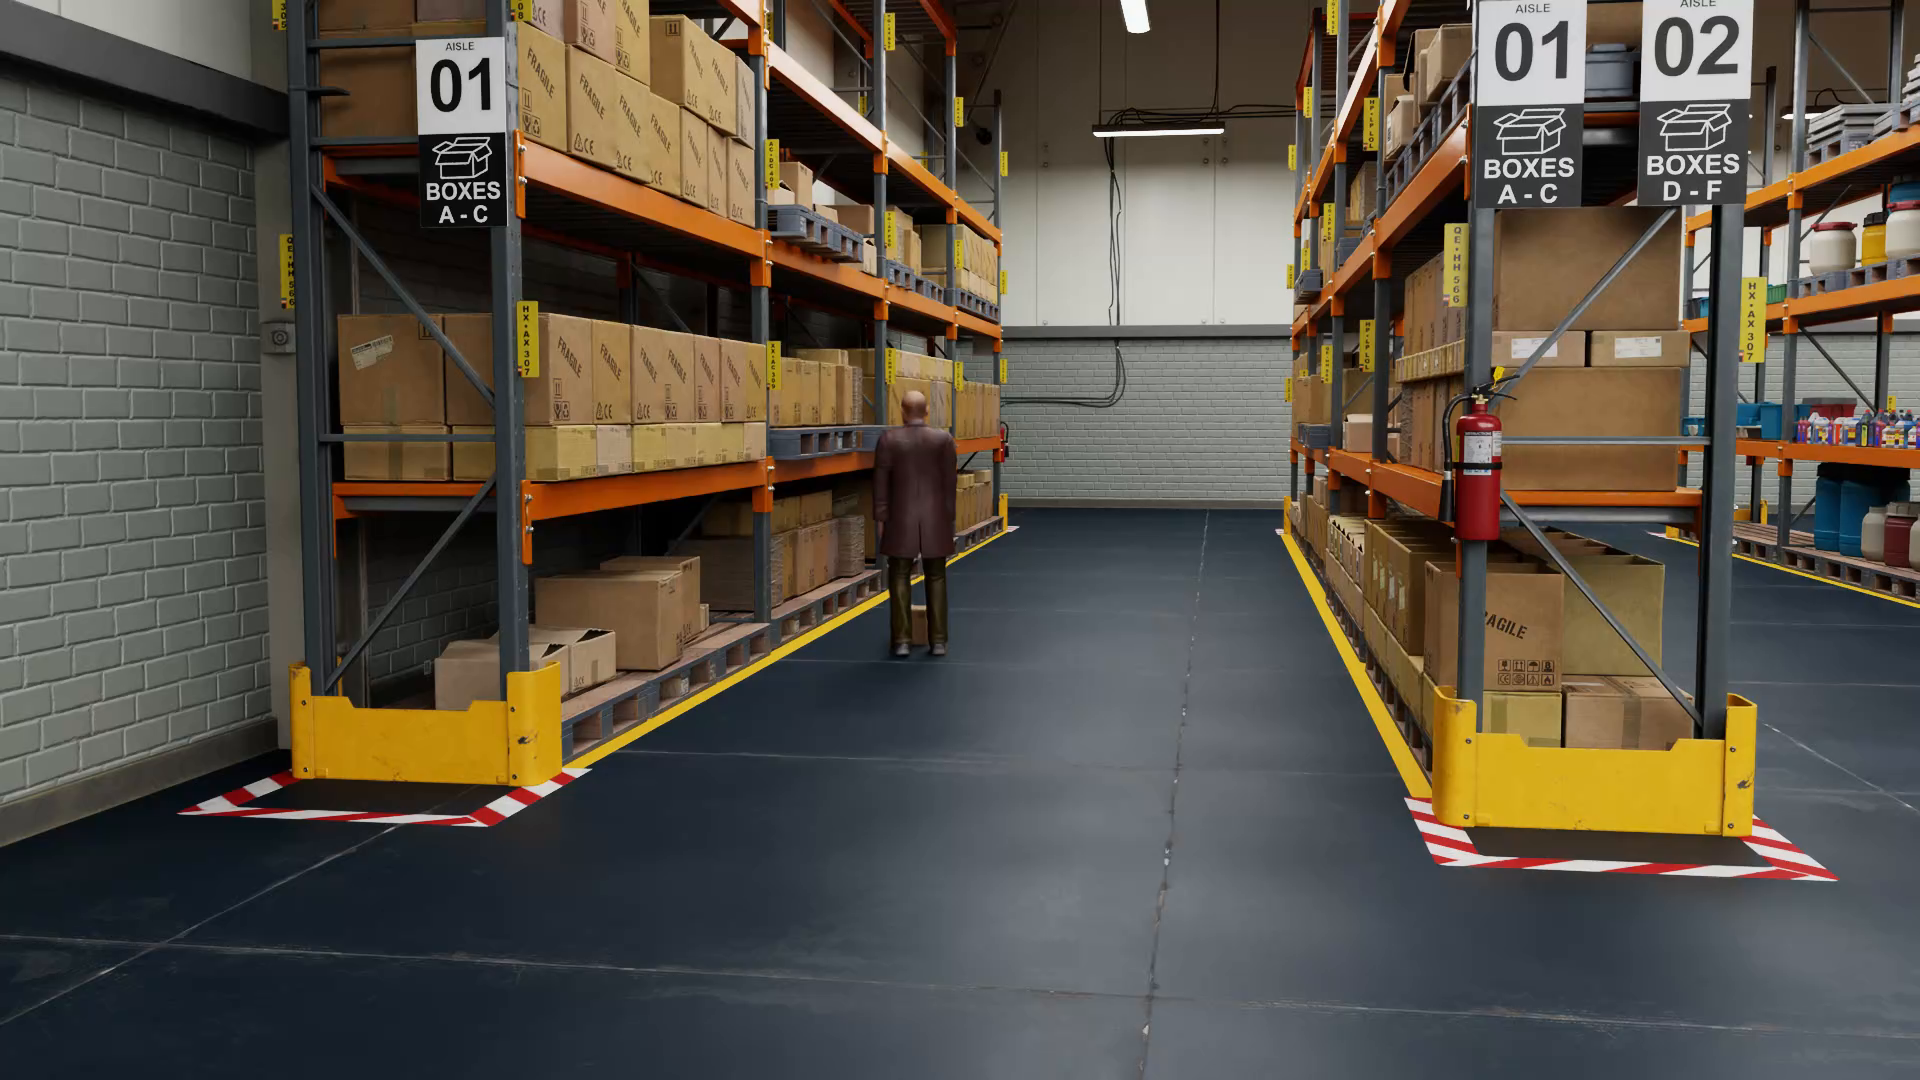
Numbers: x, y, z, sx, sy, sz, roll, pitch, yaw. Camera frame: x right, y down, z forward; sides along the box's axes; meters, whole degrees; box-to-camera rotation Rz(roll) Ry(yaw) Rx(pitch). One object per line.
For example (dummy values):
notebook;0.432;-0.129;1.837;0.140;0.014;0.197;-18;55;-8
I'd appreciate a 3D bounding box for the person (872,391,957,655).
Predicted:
person;-0.306;-0.112;11.177;0.565;1.770;0.379;0;4;-5
